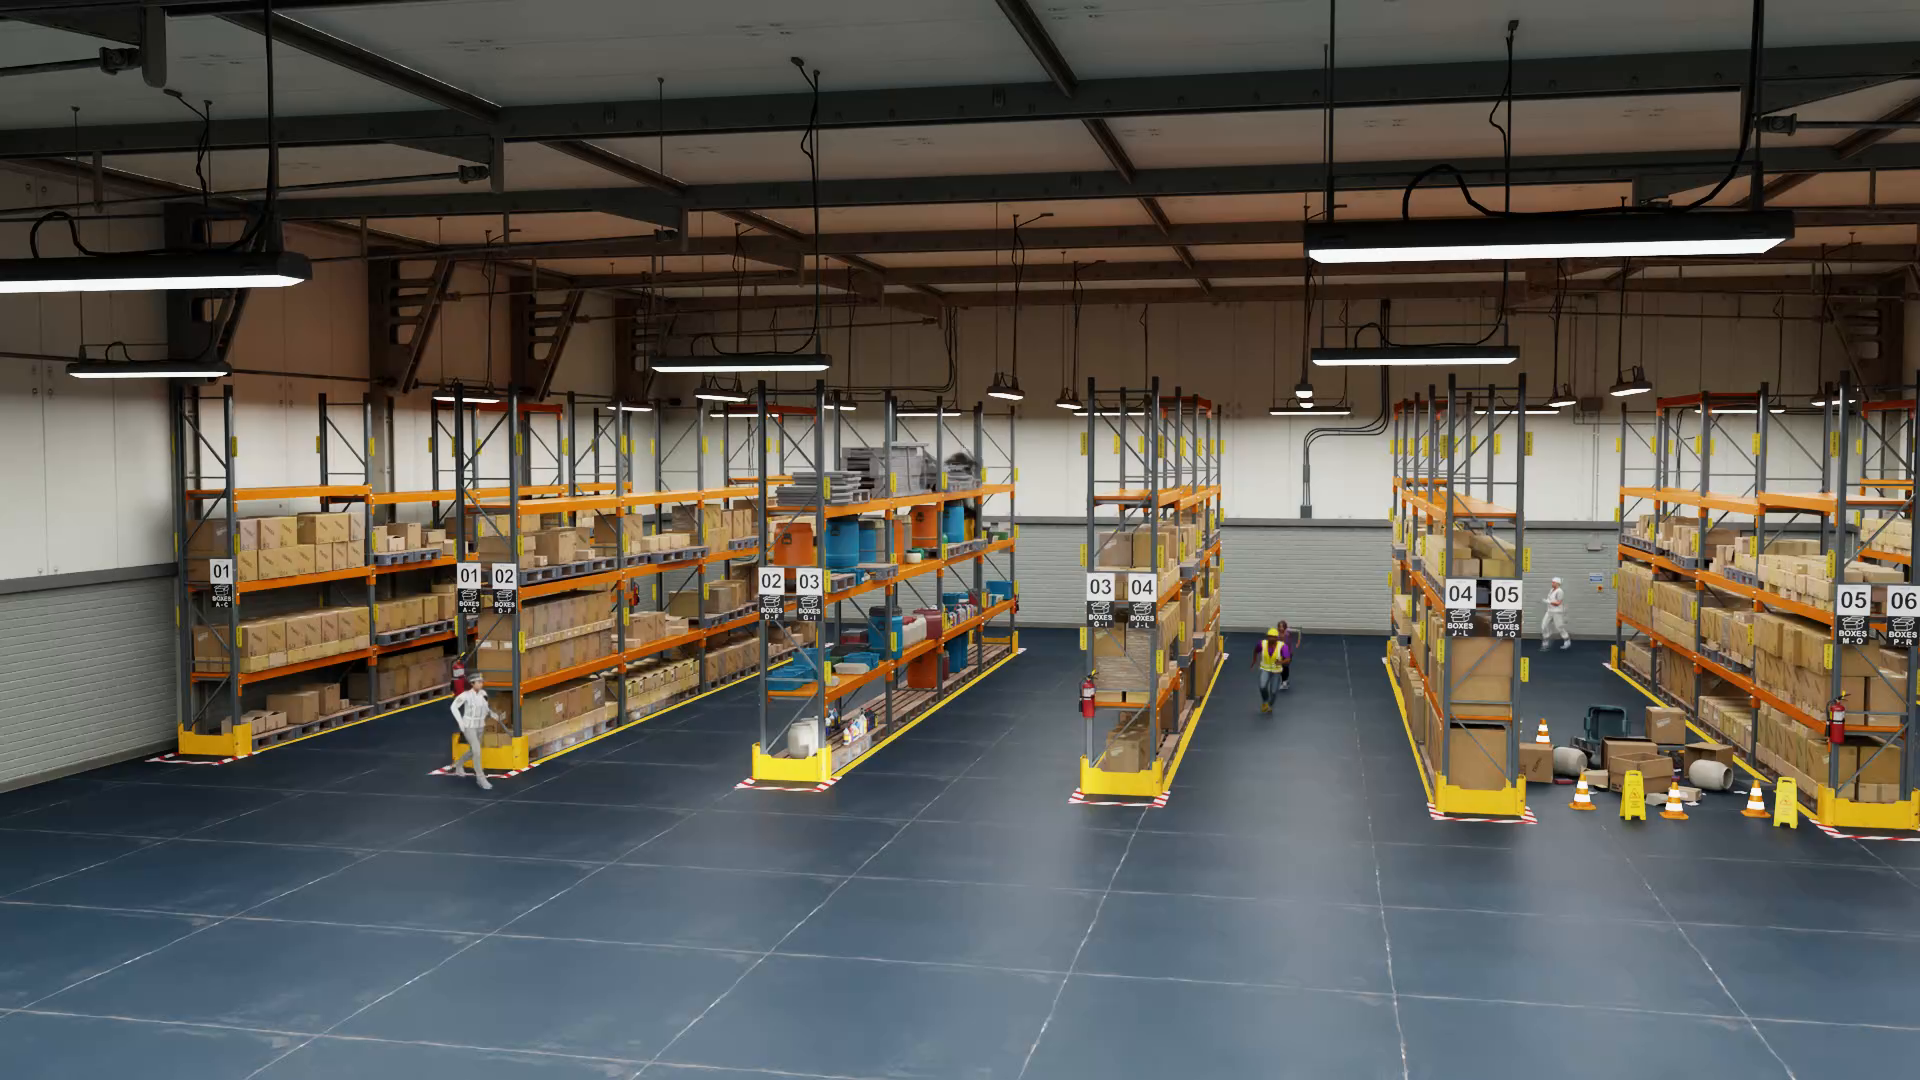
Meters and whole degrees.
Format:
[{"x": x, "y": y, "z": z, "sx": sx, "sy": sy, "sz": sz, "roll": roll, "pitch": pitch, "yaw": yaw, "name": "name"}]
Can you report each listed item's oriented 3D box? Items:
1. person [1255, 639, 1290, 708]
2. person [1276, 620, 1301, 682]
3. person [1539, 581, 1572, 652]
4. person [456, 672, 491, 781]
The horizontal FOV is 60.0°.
[{"x": 5.842, "y": 2.513, "z": 31.116, "sx": 0.637, "sy": 1.349, "sz": 0.763, "roll": 1, "pitch": 3, "yaw": 9, "name": "person"}, {"x": 6.699, "y": 2.299, "z": 34.176, "sx": 0.585, "sy": 1.345, "sz": 0.879, "roll": 1, "pitch": 3, "yaw": 19, "name": "person"}, {"x": 14.555, "y": 1.851, "z": 40.659, "sx": 0.804, "sy": 1.799, "sz": 0.652, "roll": -1, "pitch": 3, "yaw": -12, "name": "person"}, {"x": -7.280, "y": 2.745, "z": 24.652, "sx": 0.720, "sy": 1.583, "sz": 0.349, "roll": 2, "pitch": 4, "yaw": 32, "name": "person"}]
